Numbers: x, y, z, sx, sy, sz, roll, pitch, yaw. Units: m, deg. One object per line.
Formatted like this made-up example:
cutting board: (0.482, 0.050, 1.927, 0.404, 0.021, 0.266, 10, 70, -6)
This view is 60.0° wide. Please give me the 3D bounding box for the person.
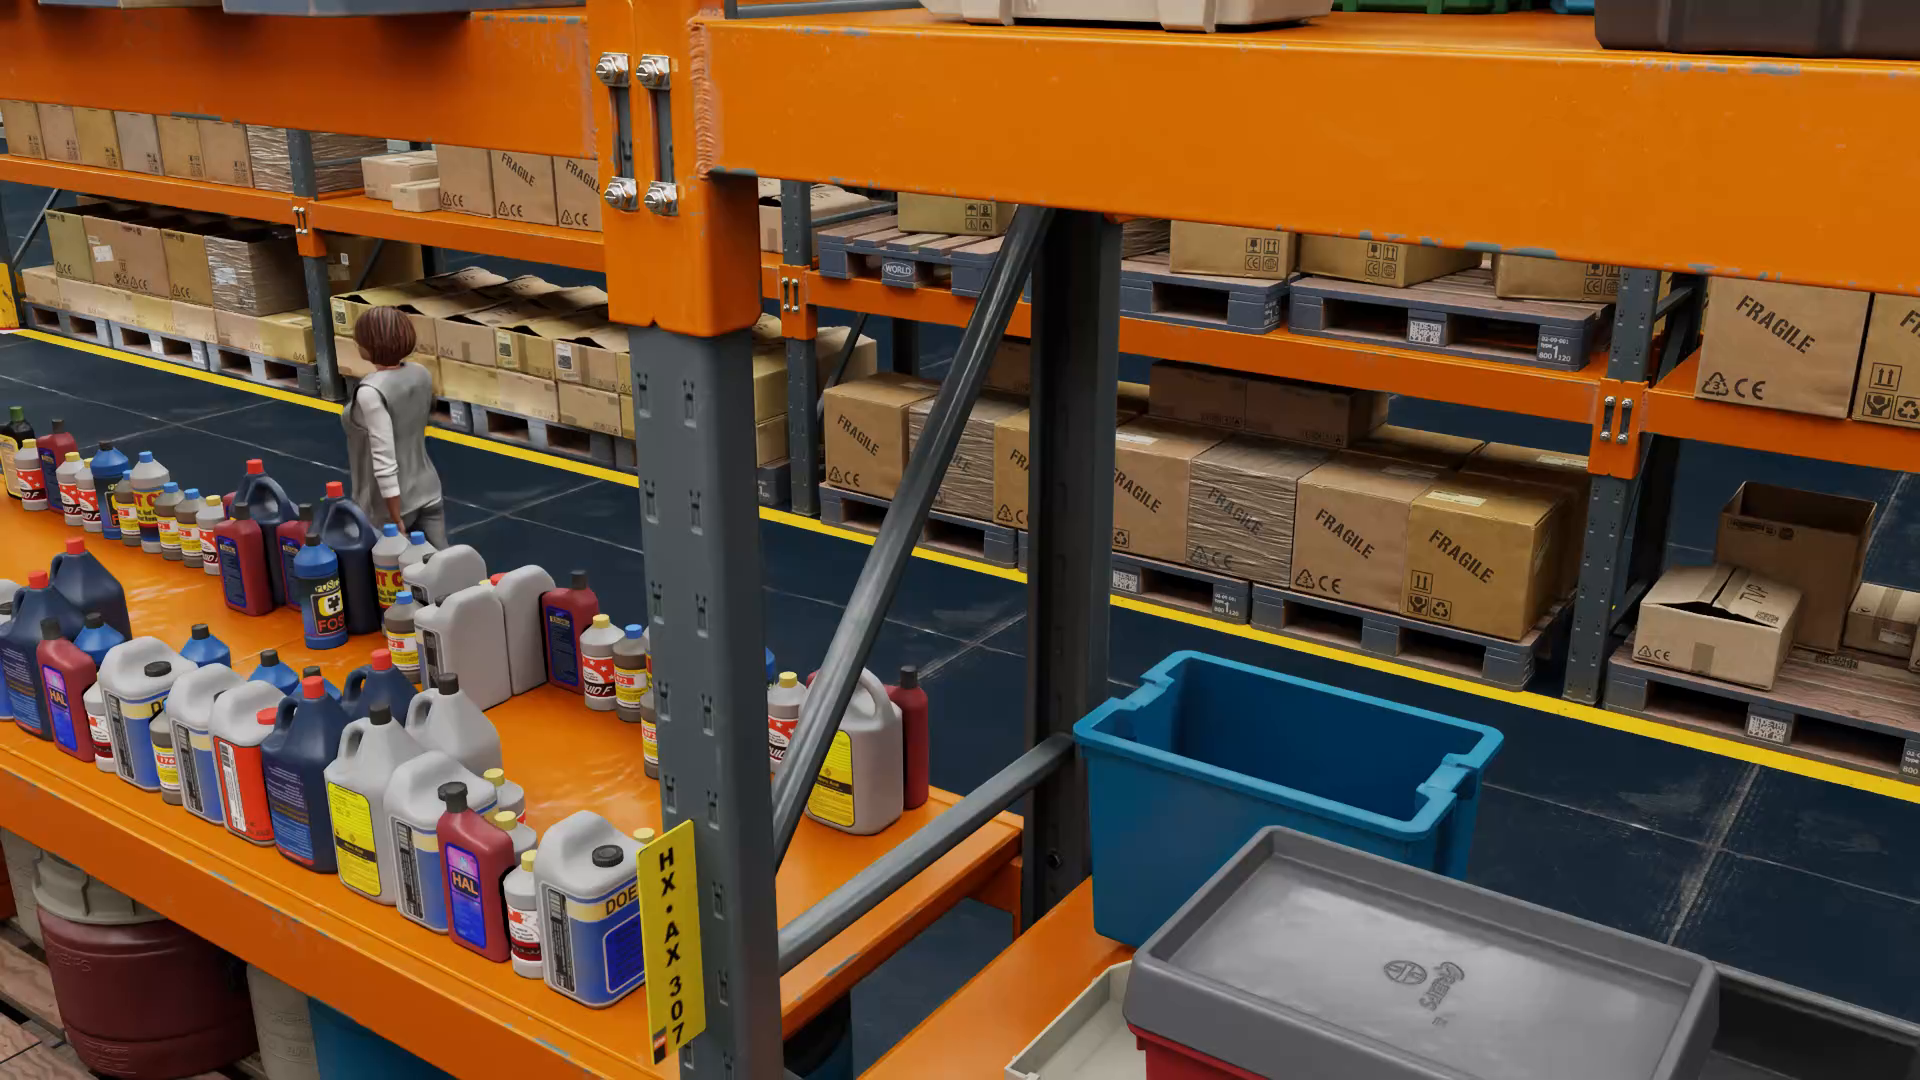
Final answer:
person: (-2.269, -0.170, 6.520, 0.921, 1.545, 0.414, 9, 22, 23)
